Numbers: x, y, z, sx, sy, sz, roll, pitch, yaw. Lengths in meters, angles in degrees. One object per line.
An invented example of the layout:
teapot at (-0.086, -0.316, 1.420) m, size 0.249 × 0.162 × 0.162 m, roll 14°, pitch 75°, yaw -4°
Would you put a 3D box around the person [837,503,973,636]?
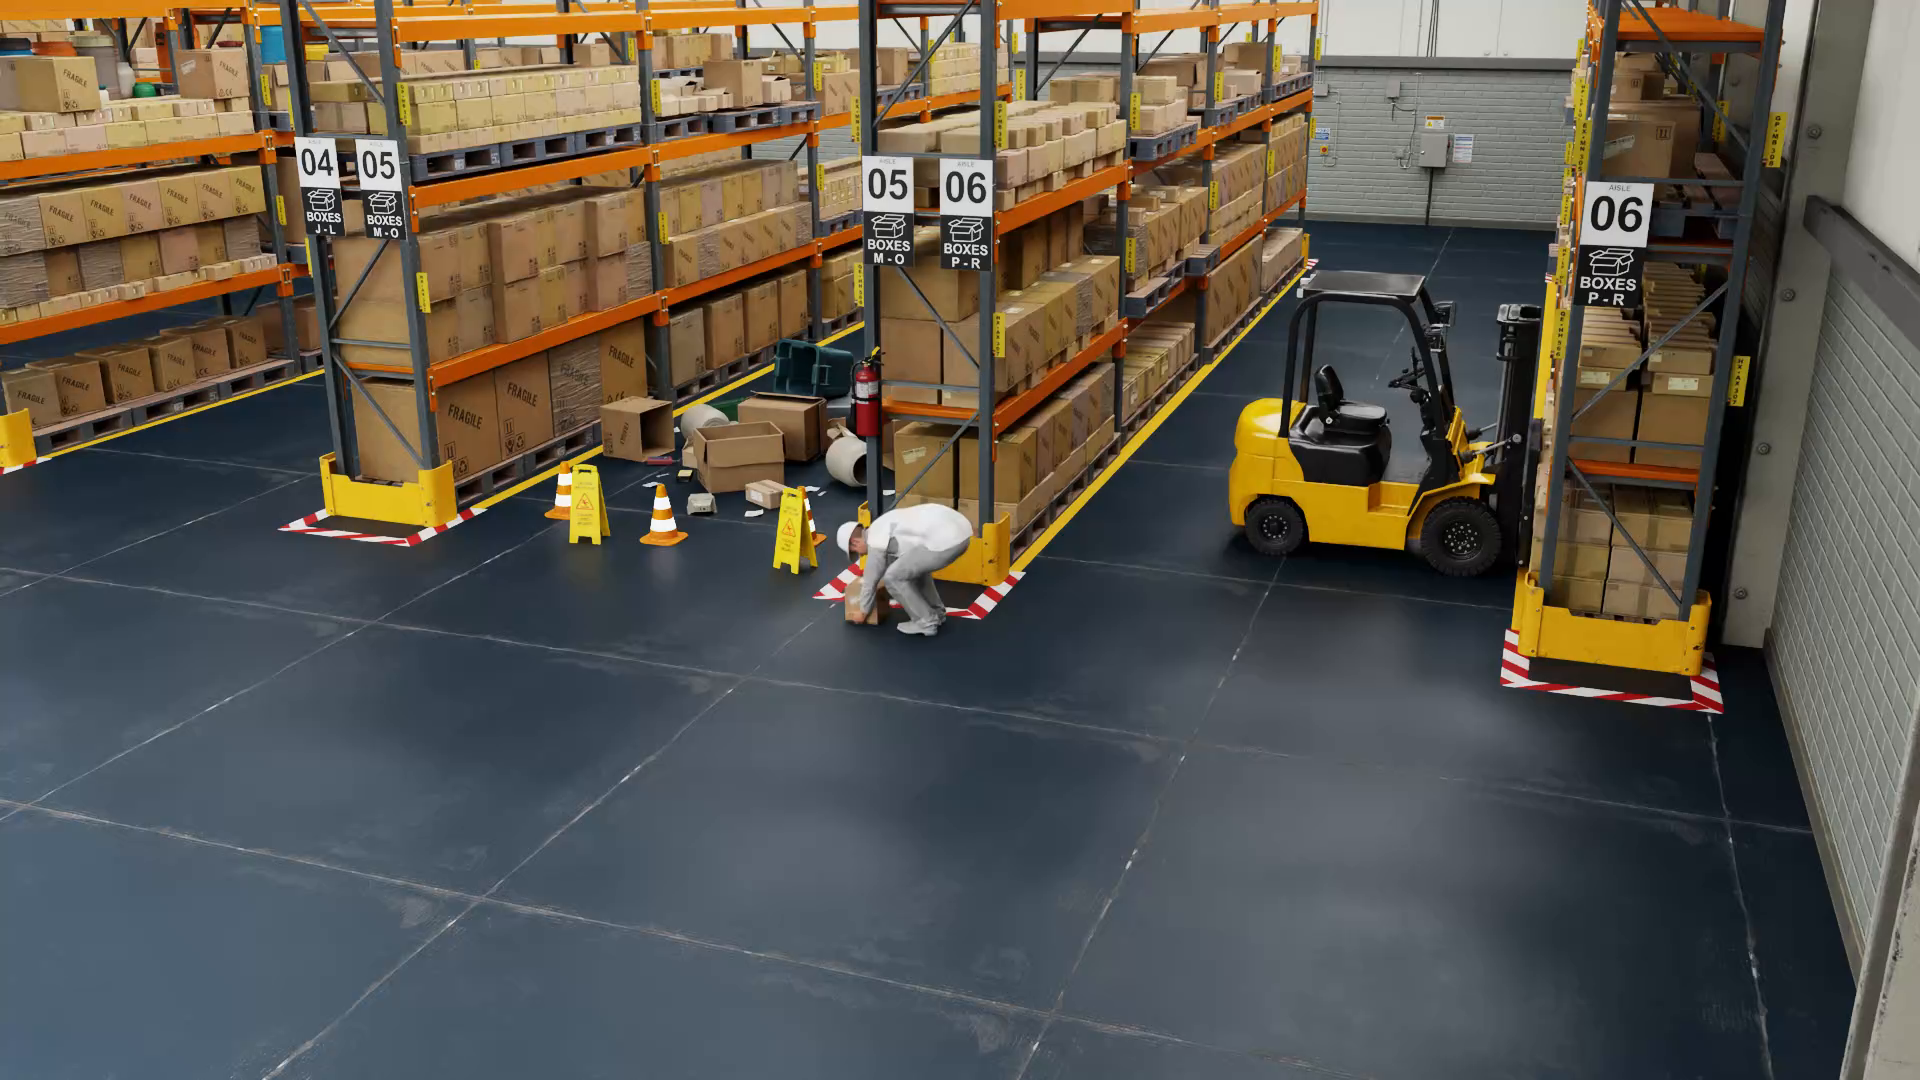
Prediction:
person at (-0.413, 0.176, 11.866) m, size 1.000 × 0.915 × 0.511 m, roll 7°, pitch 20°, yaw 21°
